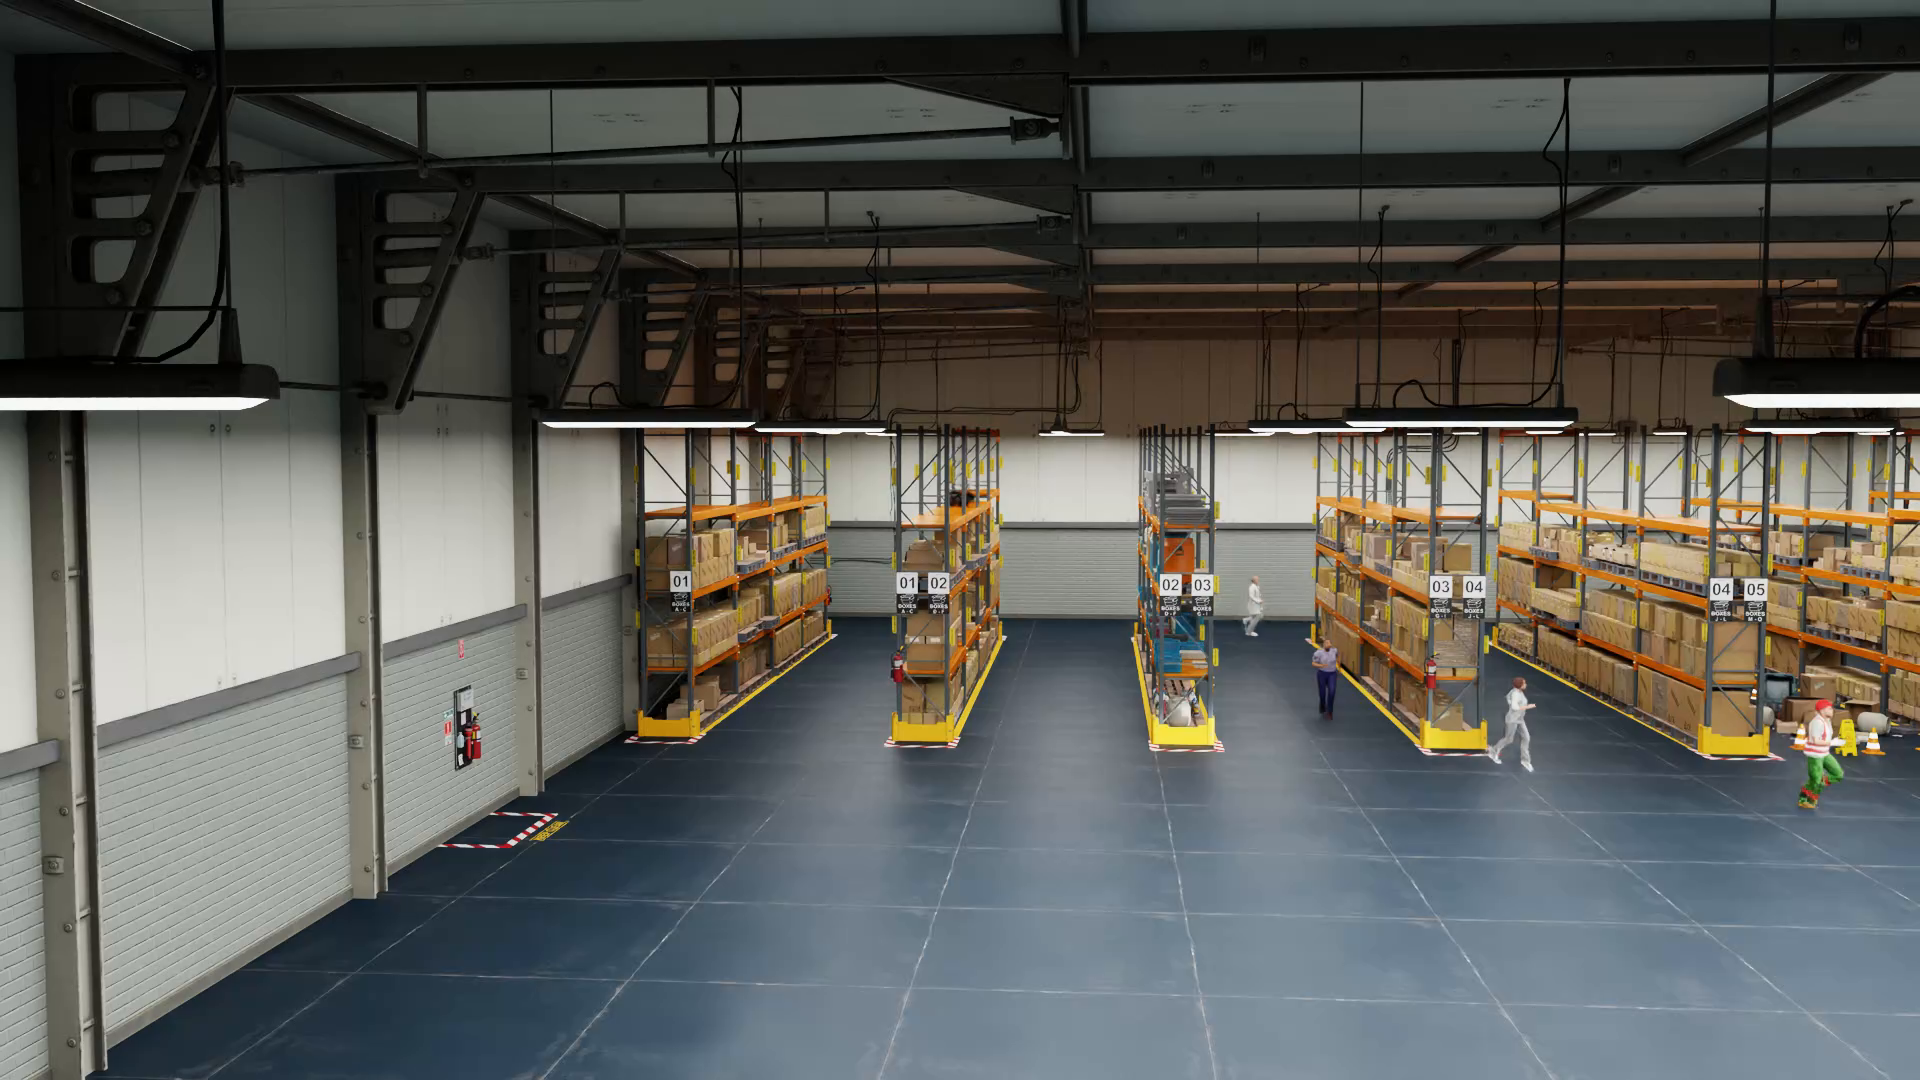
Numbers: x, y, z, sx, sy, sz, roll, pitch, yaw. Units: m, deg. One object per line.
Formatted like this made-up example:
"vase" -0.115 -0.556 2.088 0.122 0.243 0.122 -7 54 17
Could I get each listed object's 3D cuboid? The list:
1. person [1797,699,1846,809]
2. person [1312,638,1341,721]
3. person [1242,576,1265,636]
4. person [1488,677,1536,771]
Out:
"person" 13.201 3.288 25.449 0.704 1.724 0.726 -3 5 -41
"person" 7.517 2.837 34.148 0.626 1.694 0.872 0 3 2
"person" 8.563 1.917 48.418 0.706 1.740 0.728 1 4 22
"person" 9.566 3.179 28.823 0.811 1.654 0.528 3 4 37
